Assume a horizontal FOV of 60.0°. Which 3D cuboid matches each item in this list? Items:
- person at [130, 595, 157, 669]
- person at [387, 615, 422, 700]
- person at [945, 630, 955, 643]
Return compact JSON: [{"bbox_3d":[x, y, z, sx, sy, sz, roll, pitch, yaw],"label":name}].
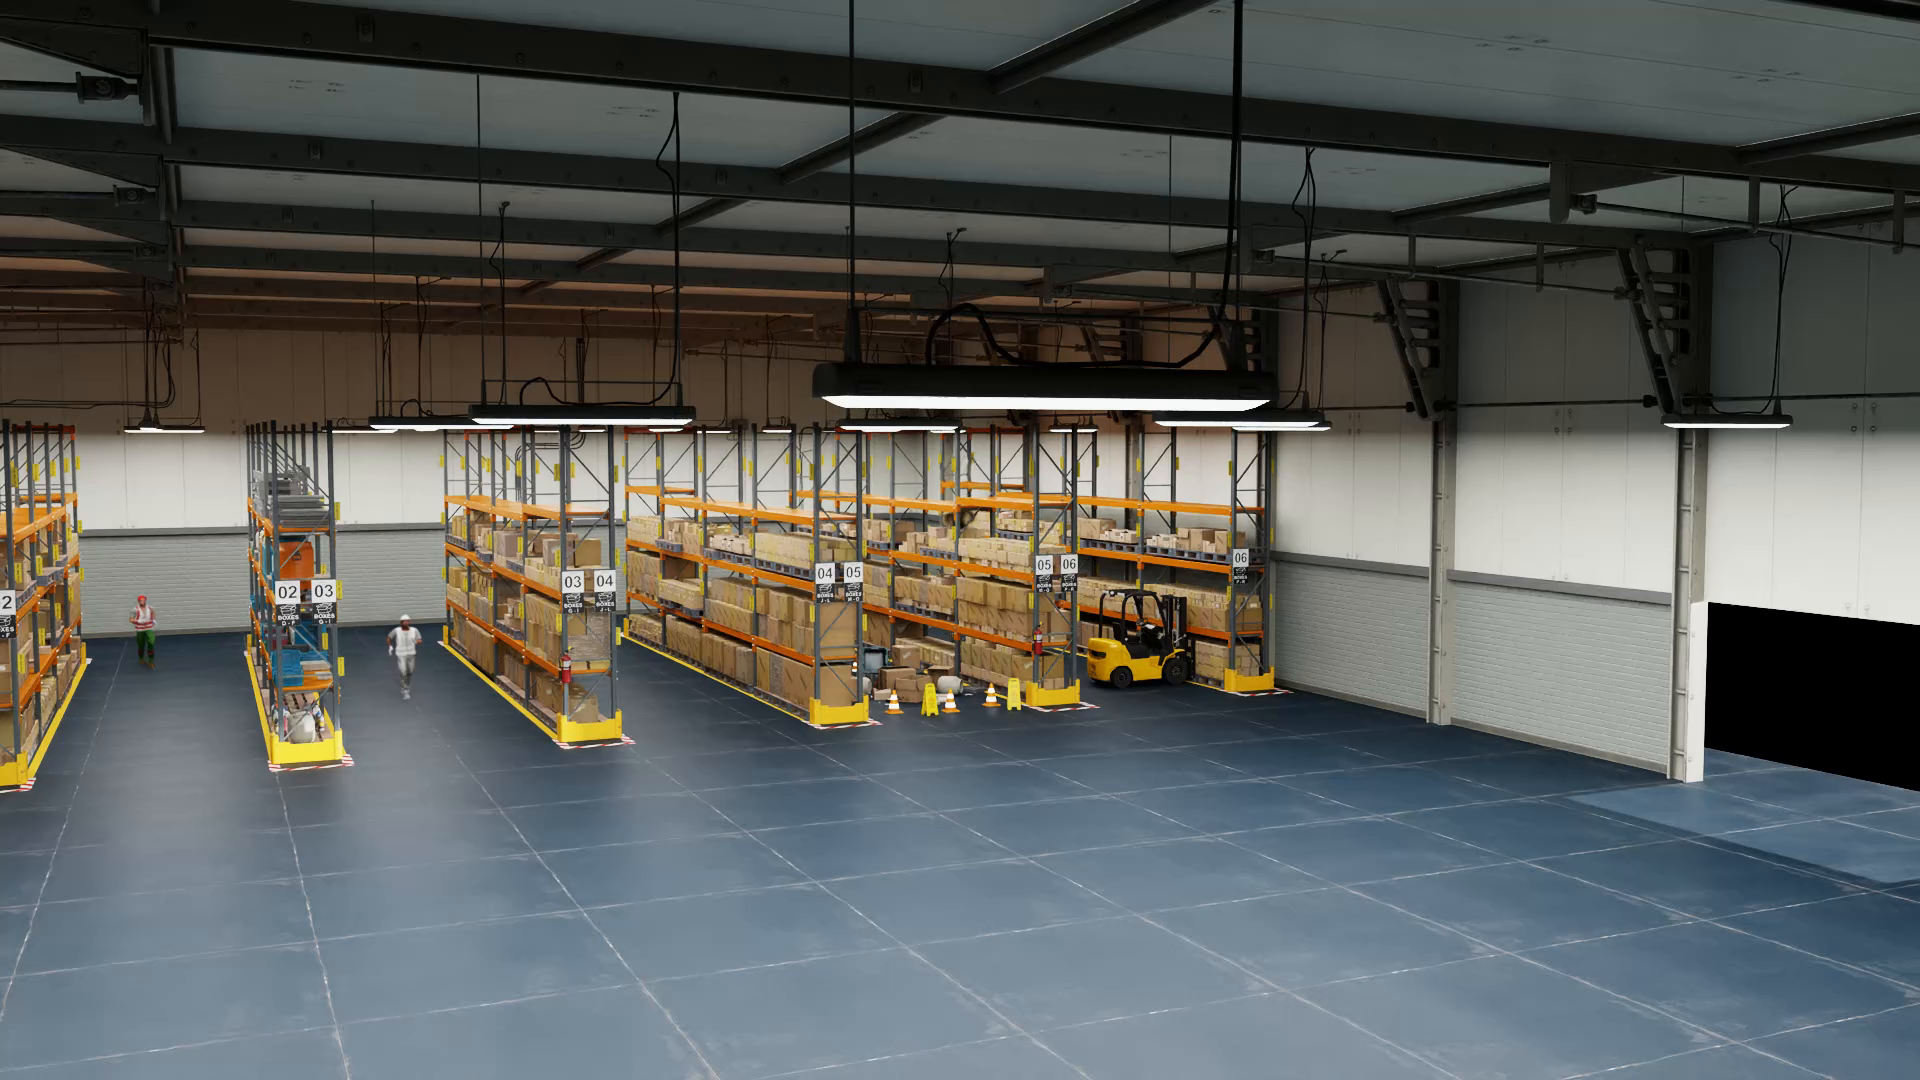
[{"bbox_3d":[-20.192,2.262,41.129,0.623,1.834,0.861,-2,4,-34],"label":"person"},{"bbox_3d":[-12.120,2.533,36.367,0.678,1.804,0.934,-2,4,-33],"label":"person"},{"bbox_3d":[-0.198,2.150,44.922,0.541,1.560,0.549,-2,4,-30],"label":"person"}]
